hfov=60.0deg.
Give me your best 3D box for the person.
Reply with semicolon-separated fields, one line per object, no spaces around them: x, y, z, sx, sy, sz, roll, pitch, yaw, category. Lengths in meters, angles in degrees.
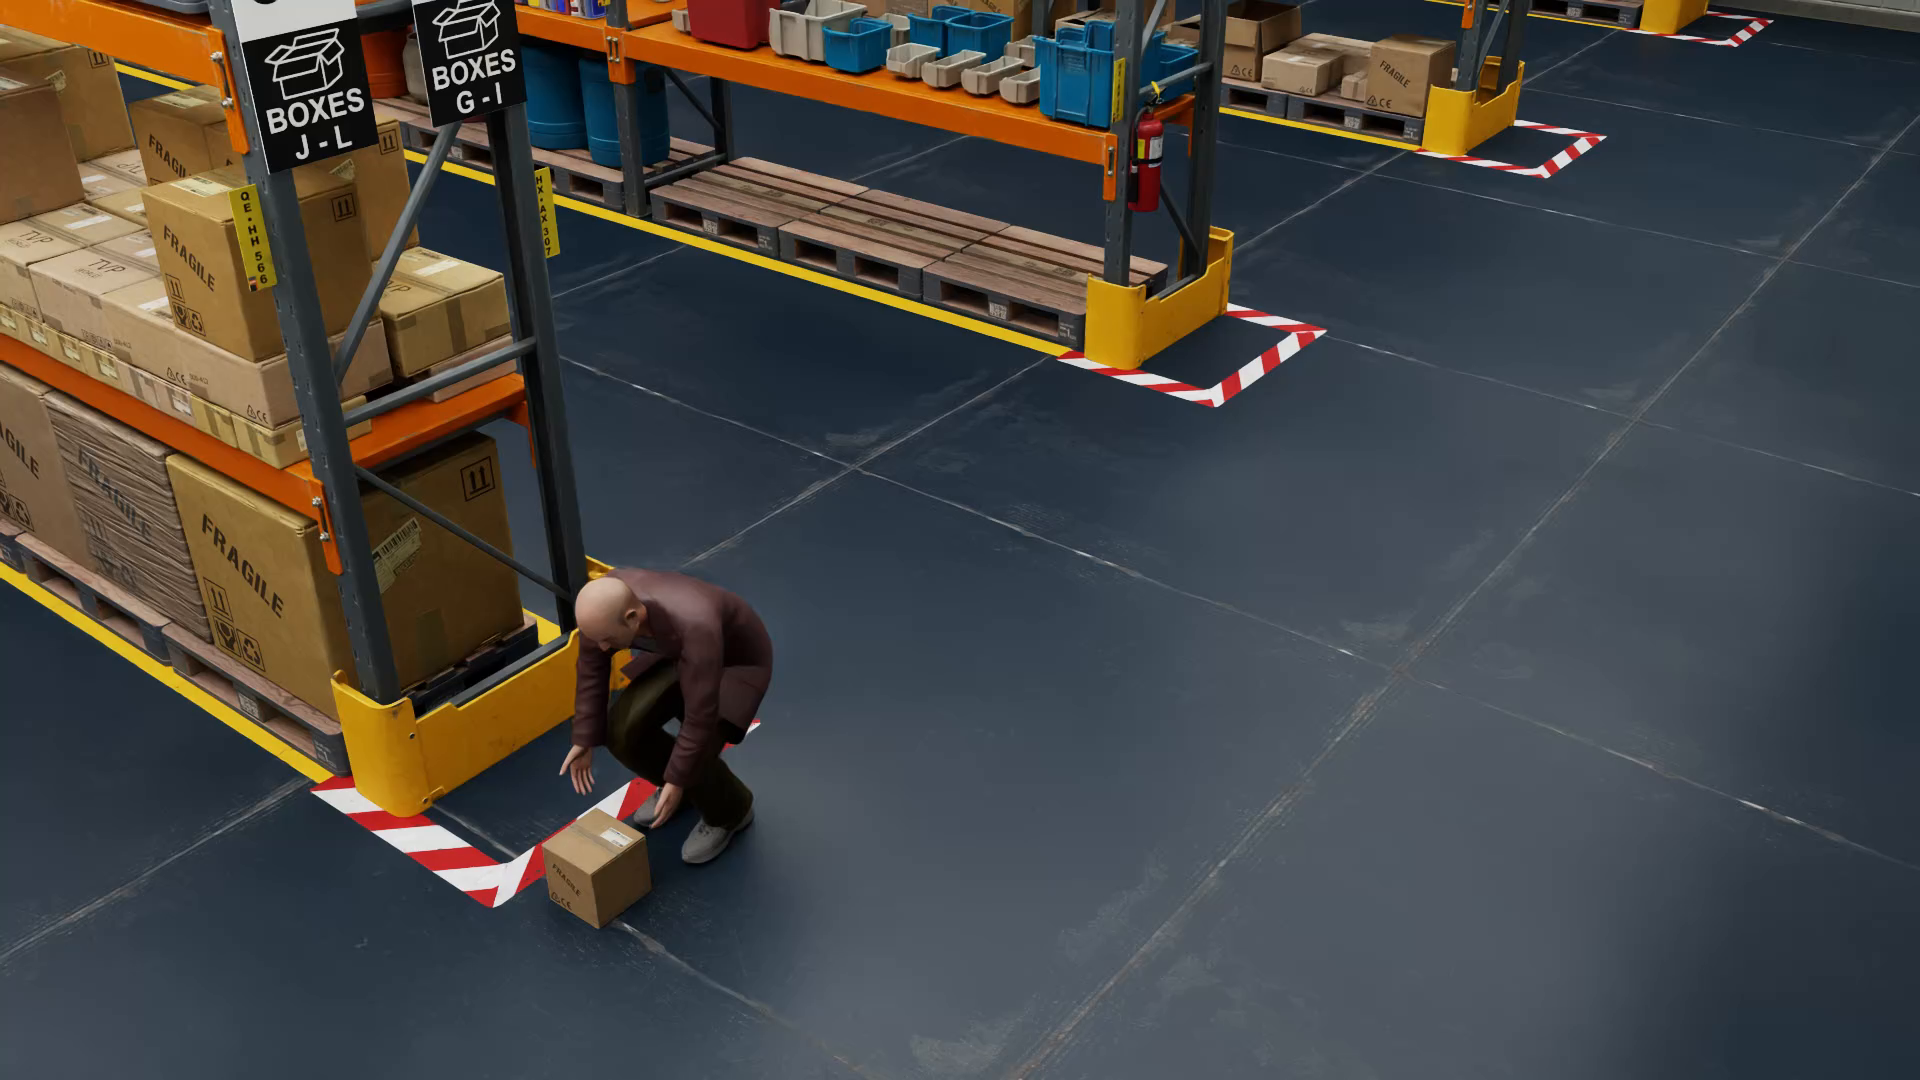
-0.968;0.536;5.768;0.631;1.240;0.803;21;36;31;person
